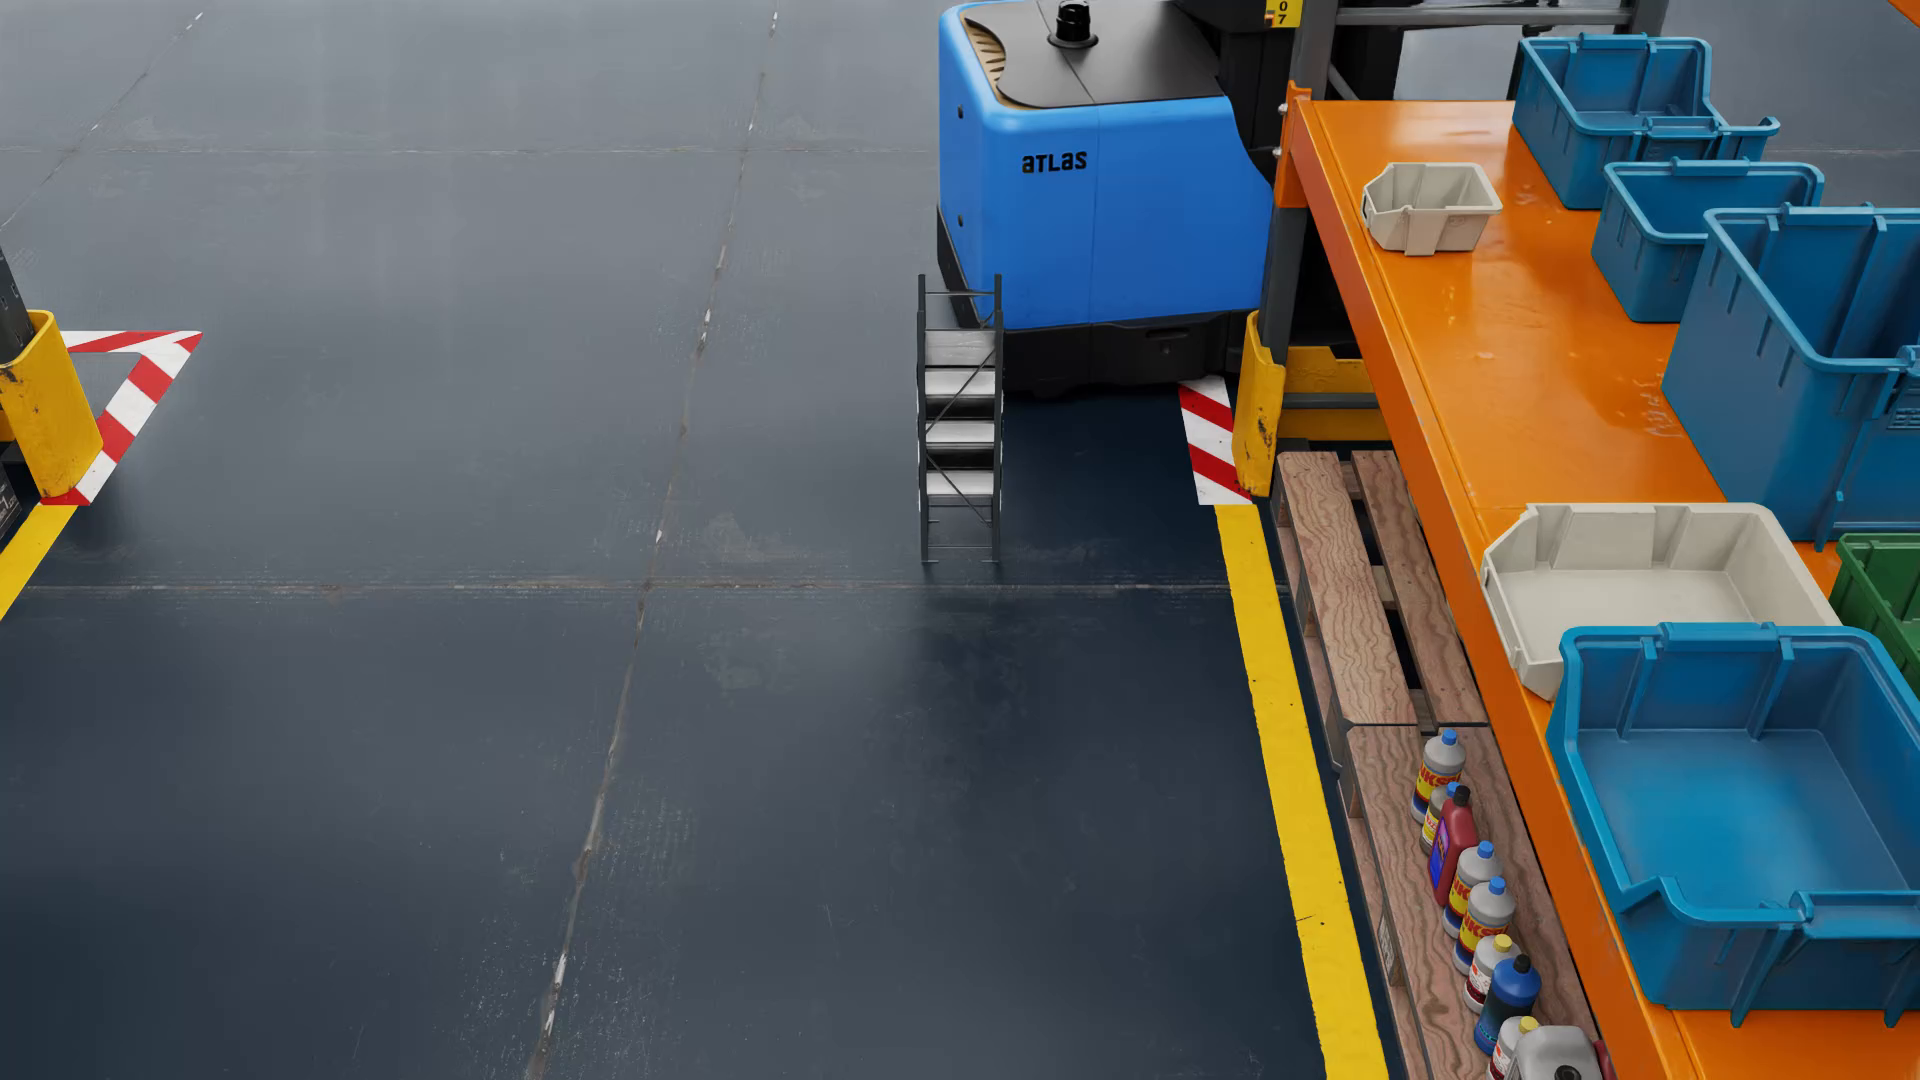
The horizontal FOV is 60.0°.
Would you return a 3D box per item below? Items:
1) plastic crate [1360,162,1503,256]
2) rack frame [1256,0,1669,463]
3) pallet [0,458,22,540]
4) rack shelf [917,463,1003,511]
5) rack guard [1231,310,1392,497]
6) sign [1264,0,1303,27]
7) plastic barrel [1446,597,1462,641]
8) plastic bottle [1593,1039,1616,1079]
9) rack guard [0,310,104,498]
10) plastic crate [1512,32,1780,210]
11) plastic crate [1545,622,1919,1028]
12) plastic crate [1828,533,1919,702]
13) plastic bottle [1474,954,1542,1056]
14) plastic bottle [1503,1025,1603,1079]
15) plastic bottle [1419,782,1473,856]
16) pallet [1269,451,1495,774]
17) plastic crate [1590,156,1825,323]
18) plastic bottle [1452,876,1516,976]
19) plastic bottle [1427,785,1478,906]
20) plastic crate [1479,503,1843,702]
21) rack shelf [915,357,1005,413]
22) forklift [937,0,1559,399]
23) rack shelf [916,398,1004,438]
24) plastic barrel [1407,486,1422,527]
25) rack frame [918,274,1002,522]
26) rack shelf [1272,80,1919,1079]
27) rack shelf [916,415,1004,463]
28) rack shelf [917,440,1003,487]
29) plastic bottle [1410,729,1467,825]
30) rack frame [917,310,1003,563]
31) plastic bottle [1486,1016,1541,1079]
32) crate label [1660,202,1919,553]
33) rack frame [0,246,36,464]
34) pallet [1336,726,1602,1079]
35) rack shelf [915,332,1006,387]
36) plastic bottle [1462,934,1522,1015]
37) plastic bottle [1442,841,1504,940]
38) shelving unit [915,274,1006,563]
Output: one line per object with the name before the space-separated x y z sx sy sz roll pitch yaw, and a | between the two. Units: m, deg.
plastic crate | 1.138 -0.804 4.066 0.298 0.136 0.250 0 39 0
rack frame | 1.459 -1.467 4.682 1.000 3.000 0.127 0 39 0
pallet | -3.528 0.180 4.856 1.003 0.211 1.213 0 39 0
rack shelf | 0.000 -0.180 5.096 0.258 0.077 0.200 0 39 0
rack guard | 1.506 -0.444 5.405 1.175 0.500 0.348 0 39 0
sign | 0.909 -1.577 4.598 0.100 0.325 0.005 0 39 0
plastic barrel | 1.537 0.065 4.424 0.421 0.512 0.421 0 39 0
plastic bottle | 1.285 1.096 3.304 0.061 0.283 0.133 0 39 0
rack guard | -3.494 -0.441 5.400 1.175 0.500 0.348 0 39 0
plastic crate | 1.759 -1.096 4.338 0.499 0.251 0.616 0 39 0
plastic crate | 1.191 0.400 2.471 0.499 0.251 0.616 0 39 0
plastic crate | 1.745 0.268 2.687 0.450 0.188 0.662 0 39 0
plastic bottle | 1.150 0.963 3.479 0.097 0.271 0.097 0 39 0
plastic bottle | 1.178 1.099 3.306 0.152 0.276 0.135 1 39 1
plastic bottle | 1.150 0.652 3.924 0.097 0.201 0.097 0 39 0
pallet | 1.502 0.177 4.861 1.003 0.211 1.213 0 39 0
plastic crate | 1.754 -0.690 3.832 0.499 0.251 0.408 0 39 0
plastic bottle | 1.150 0.837 3.637 0.097 0.271 0.097 0 39 0
plastic bottle | 1.132 0.697 3.802 0.061 0.283 0.133 1 39 1
plastic crate | 1.209 0.122 2.910 0.530 0.136 0.437 0 39 0
rack shelf | 0.000 -0.461 4.871 0.258 0.077 0.200 0 39 0
forklift | 1.477 -2.078 5.500 3.031 2.935 1.130 -6 39 -8
rack shelf | 0.000 -0.390 4.927 0.258 0.077 0.200 0 39 0
plastic barrel | 1.536 -0.249 4.815 0.421 0.512 0.421 0 39 0
rack frame | 0.000 -0.410 5.042 0.240 0.900 0.006 0 39 0
rack shelf | 1.462 0.064 3.346 1.077 0.370 4.000 0 39 0
rack shelf | 0.000 -0.320 4.983 0.258 0.077 0.200 0 39 0
rack shelf | 0.000 -0.250 5.039 0.258 0.077 0.200 0 39 0
plastic bottle | 1.150 0.560 3.983 0.097 0.271 0.097 0 39 0
rack frame | 0.000 -0.282 4.883 0.240 0.900 0.006 0 39 0
plastic bottle | 1.151 1.055 3.421 0.097 0.201 0.097 0 39 0
crate label | 1.732 -0.330 3.235 0.502 0.435 0.616 0 39 0
rack frame | -3.494 -1.464 4.678 1.000 3.000 0.127 0 39 0
pallet | 1.500 0.938 3.911 1.003 0.211 1.213 0 39 0
rack shelf | 0.000 -0.531 4.814 0.258 0.077 0.200 0 39 0
plastic bottle | 1.150 0.926 3.582 0.097 0.201 0.097 0 39 0
plastic bottle | 1.150 0.774 3.715 0.097 0.271 0.097 0 39 0
shelving unit | 0.000 -0.346 4.962 0.258 0.900 0.210 0 39 0
